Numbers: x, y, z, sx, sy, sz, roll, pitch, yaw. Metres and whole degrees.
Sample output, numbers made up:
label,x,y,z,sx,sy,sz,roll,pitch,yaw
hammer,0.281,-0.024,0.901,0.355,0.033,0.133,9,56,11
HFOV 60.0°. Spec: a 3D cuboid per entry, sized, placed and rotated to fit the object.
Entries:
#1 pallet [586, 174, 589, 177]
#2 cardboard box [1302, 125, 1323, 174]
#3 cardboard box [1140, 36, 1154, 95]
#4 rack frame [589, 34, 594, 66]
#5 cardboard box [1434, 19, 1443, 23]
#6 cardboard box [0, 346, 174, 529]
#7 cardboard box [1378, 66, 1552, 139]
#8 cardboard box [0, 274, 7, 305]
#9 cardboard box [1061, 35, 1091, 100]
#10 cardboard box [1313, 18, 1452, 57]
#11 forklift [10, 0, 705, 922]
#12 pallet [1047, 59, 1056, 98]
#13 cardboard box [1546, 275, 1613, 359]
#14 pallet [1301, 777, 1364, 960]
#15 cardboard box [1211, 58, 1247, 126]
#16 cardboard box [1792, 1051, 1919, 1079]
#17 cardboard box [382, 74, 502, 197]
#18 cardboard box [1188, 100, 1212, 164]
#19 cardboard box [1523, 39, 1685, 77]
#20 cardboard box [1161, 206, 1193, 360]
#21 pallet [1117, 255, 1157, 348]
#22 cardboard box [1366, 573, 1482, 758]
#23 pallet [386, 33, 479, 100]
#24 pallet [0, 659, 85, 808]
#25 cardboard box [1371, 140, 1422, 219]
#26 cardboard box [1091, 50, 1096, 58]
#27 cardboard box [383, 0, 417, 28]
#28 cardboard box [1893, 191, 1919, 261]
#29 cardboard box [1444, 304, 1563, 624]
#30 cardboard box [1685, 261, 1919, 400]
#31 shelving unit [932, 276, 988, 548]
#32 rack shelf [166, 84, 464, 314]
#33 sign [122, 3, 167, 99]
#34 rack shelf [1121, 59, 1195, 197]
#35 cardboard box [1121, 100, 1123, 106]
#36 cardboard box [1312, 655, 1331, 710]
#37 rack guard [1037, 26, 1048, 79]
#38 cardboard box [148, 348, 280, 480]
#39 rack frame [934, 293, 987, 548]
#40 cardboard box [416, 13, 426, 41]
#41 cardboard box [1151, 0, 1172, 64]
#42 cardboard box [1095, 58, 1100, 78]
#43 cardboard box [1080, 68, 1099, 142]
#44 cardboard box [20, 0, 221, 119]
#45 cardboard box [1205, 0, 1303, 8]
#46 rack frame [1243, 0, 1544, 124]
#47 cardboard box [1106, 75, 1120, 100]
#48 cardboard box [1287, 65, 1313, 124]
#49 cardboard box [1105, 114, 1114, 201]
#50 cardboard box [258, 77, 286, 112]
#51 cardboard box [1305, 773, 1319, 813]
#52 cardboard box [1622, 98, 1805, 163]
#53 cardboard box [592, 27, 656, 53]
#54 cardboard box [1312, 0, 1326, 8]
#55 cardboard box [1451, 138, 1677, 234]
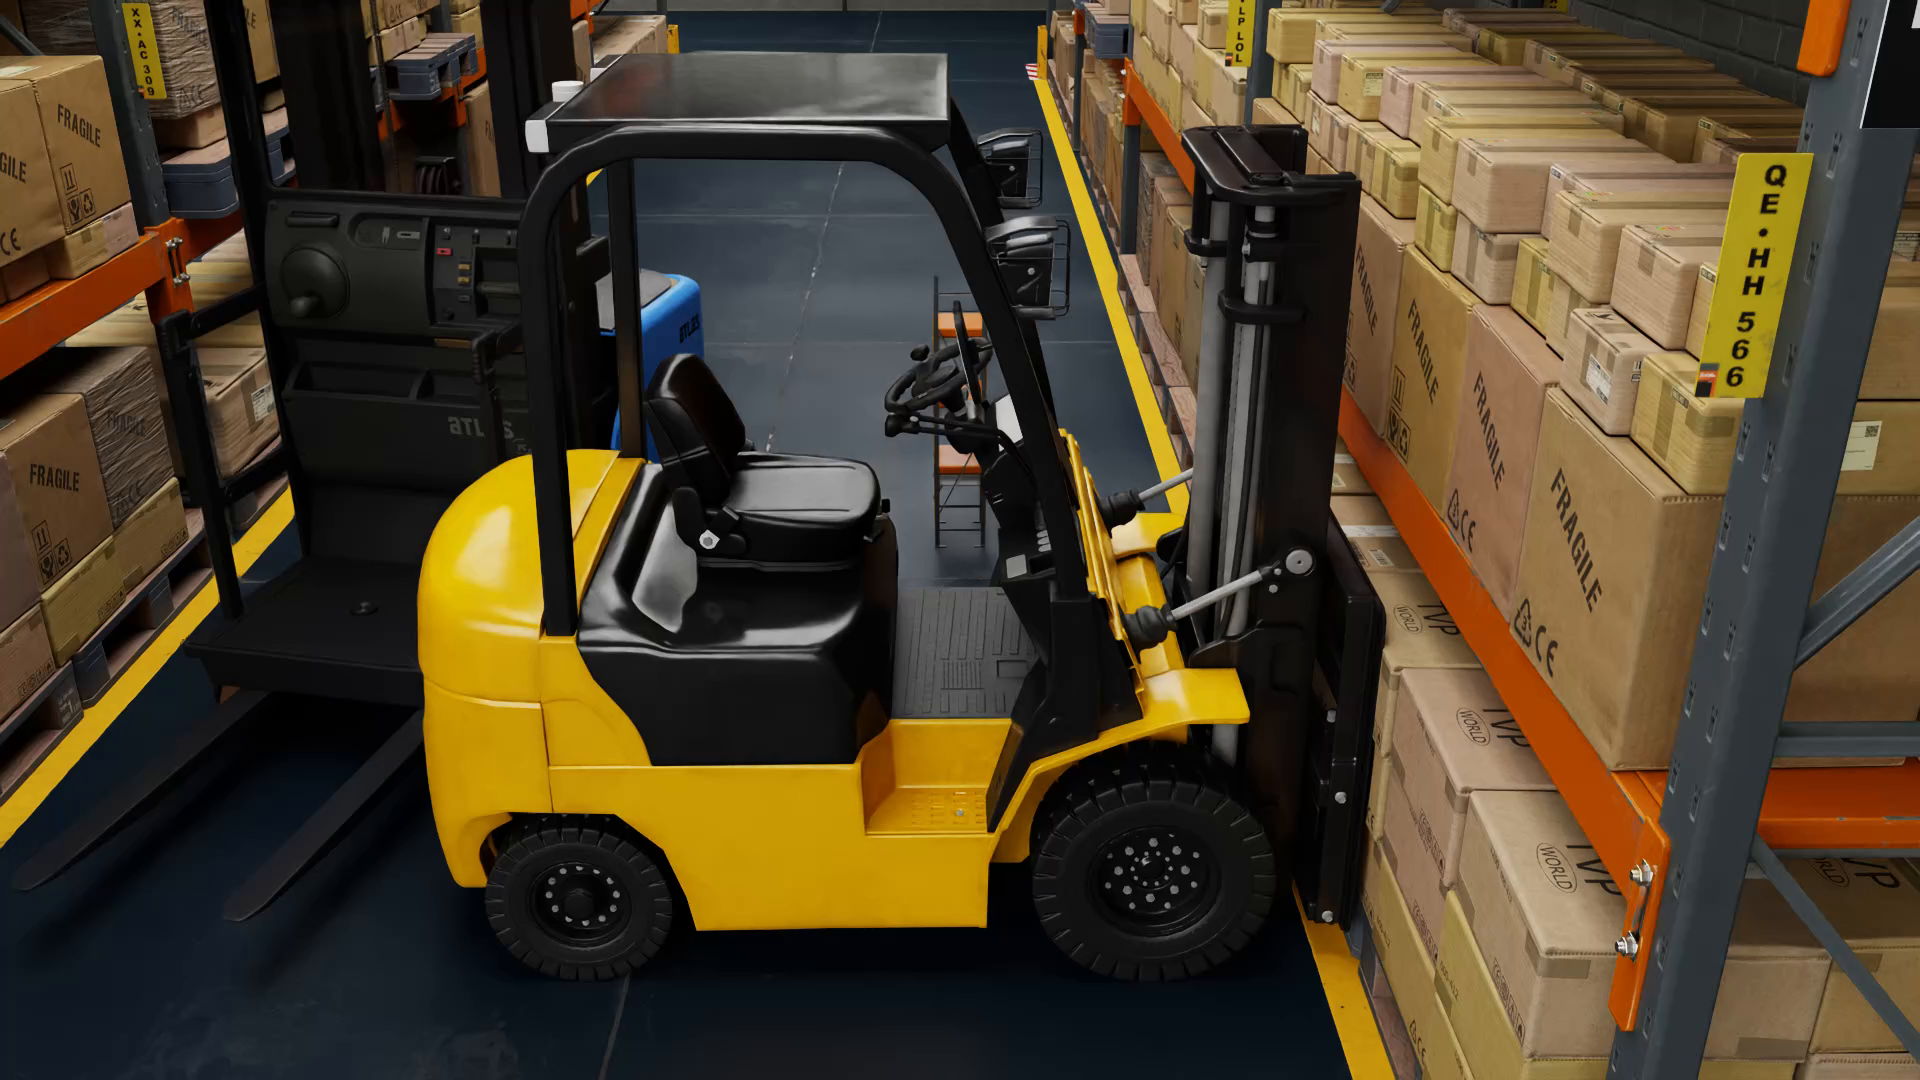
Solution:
label,x,y,z,sx,sy,sz,roll,pitch,yaw
pallet,-3.431,-3.034,13.203,1.003,0.211,1.213,0,24,-1
cardboard box,1.302,-0.997,5.192,0.500,0.500,0.500,0,24,0
cardboard box,1.253,-2.538,8.905,0.500,0.250,0.500,-1,24,-2
rack frame,-3.515,-4.622,13.330,1.000,3.000,0.127,0,24,-1
cardboard box,1.796,-1.947,6.507,0.380,0.149,0.250,-1,24,-2
cardboard box,-3.153,-0.363,5.831,0.500,0.500,0.500,-1,24,-1
cardboard box,1.336,-1.163,4.412,0.380,0.149,0.250,0,24,-1
cardboard box,-3.196,-0.767,5.111,0.380,0.149,0.250,-1,24,-1
cardboard box,1.298,-4.314,15.173,0.700,0.500,0.500,-1,24,-3
cardboard box,1.353,-1.586,5.348,0.380,0.149,0.250,0,24,0
forklift,-1.790,-0.827,5.021,1.130,2.935,3.031,5,25,11
pallet,1.415,-4.664,16.807,1.003,0.211,1.213,0,24,-1
cardboard box,1.321,-0.397,3.078,0.380,0.149,0.250,0,24,0
pallet,1.519,0.753,4.830,1.003,0.211,1.213,0,24,-1
cardboard box,1.274,-1.710,6.467,0.500,0.250,0.500,-1,24,-2
cardboard box,1.782,0.938,3.257,0.500,0.250,0.500,0,24,0
cardboard box,-3.396,-2.482,10.667,0.875,0.875,0.875,0,24,-1
cardboard box,1.257,-1.695,7.040,0.500,0.250,0.500,0,24,-1
cardboard box,1.884,-1.381,4.893,0.380,0.149,0.250,-1,24,-2
cardboard box,1.508,-1.304,8.364,0.875,0.625,0.625,-1,24,-3
pallet,1.462,-1.388,9.563,1.003,0.211,1.213,0,24,-1
cardboard box,1.235,0.298,4.065,0.500,0.250,0.500,0,24,0
pallet,-3.357,-2.594,9.077,1.213,0.211,1.003,0,24,-1
pallet,-3.369,0.725,4.890,1.003,0.211,1.213,0,24,-1
cardboard box,1.273,-0.921,4.238,0.380,0.149,0.250,-1,24,-2
cardboard box,1.237,-3.874,13.051,0.380,0.149,0.250,-1,24,-3
cardboard box,-3.172,-2.948,8.635,0.500,0.500,0.500,-1,24,-1
cardboard box,1.803,-0.534,3.022,0.380,0.149,0.250,0,24,0
cardboard box,1.315,-0.162,3.348,0.500,0.500,0.500,0,24,1
cardboard box,1.364,-0.325,2.559,0.380,0.149,0.250,0,24,0
shelving unit,-0.001,-0.500,6.582,0.215,1.050,0.252,0,24,-1
rack shelf,-3.450,-1.822,8.012,1.077,0.370,4.000,0,24,-1
sign,-2.885,-1.726,5.876,0.100,0.325,0.005,0,24,-1
rack shelf,1.514,-1.846,8.065,1.077,0.370,4.000,0,24,-1
cardboard box,1.283,-2.878,11.211,0.380,0.149,0.250,0,24,1
cardboard box,1.238,0.308,4.650,0.500,0.250,0.500,0,24,-1
rack guard,1.405,-5.124,17.473,1.175,0.500,0.348,0,24,-1
cardboard box,-3.436,-0.536,6.974,0.950,0.372,0.625,0,24,0
rack frame,0.001,-0.450,6.471,0.200,1.050,0.008,0,24,-1
cardboard box,-3.157,-2.807,9.111,0.380,0.149,0.250,0,24,0
cardboard box,1.244,-2.551,8.327,0.500,0.250,0.500,-1,24,-2
cardboard box,1.266,-3.731,13.097,0.380,0.149,0.250,-1,24,-2
cardboard box,1.228,-3.498,13.369,0.500,0.500,0.500,1,24,2
cardboard box,-3.146,-1.893,6.303,0.500,0.500,0.500,0,24,1
cardboard box,1.263,-2.254,7.185,0.380,0.149,0.250,-1,24,-2
rack frame,1.536,-1.350,6.094,1.000,3.000,0.127,0,24,-1
cardboard box,1.263,-3.307,12.159,0.380,0.149,0.250,1,24,1
cardboard box,1.280,-1.452,5.411,0.380,0.149,0.250,0,24,1
cardboard box,1.269,-2.646,11.483,0.500,0.500,0.500,1,24,2
cardboard box,-3.152,-1.957,7.233,0.380,0.149,0.250,0,24,0
cardboard box,1.238,0.543,4.737,0.500,0.250,0.500,1,24,1
cardboard box,1.801,-0.955,3.952,0.380,0.149,0.250,0,24,0
cardboard box,-3.433,-4.646,15.982,0.875,0.438,0.875,0,24,1
cardboard box,1.785,-2.362,7.424,0.380,0.149,0.250,0,24,-1
cardboard box,1.259,-0.744,3.485,0.380,0.149,0.250,0,24,1
